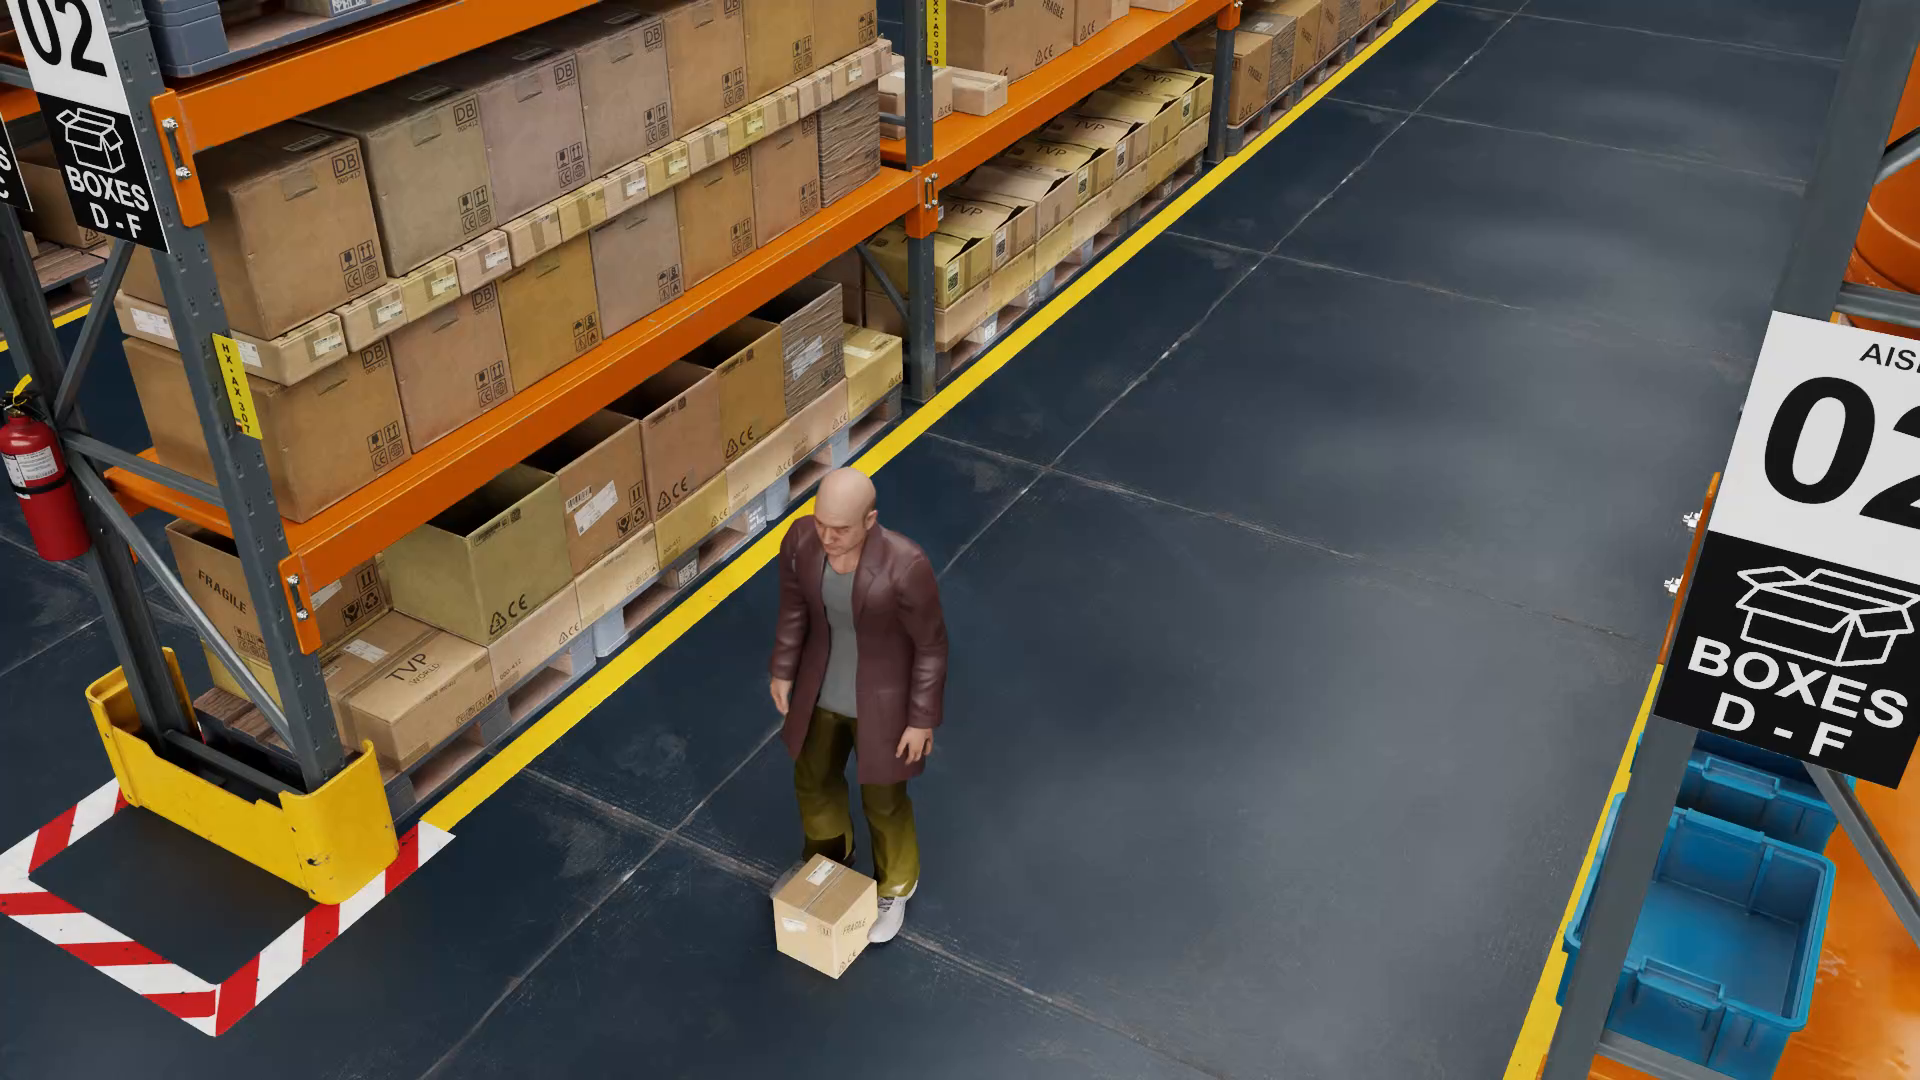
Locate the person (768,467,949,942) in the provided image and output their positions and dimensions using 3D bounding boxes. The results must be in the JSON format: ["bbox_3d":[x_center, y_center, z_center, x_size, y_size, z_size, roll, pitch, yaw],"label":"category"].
[{"bbox_3d":[-0.340,0.510,5.390,0.641,1.773,0.424,17,37,23],"label":"person"}]
